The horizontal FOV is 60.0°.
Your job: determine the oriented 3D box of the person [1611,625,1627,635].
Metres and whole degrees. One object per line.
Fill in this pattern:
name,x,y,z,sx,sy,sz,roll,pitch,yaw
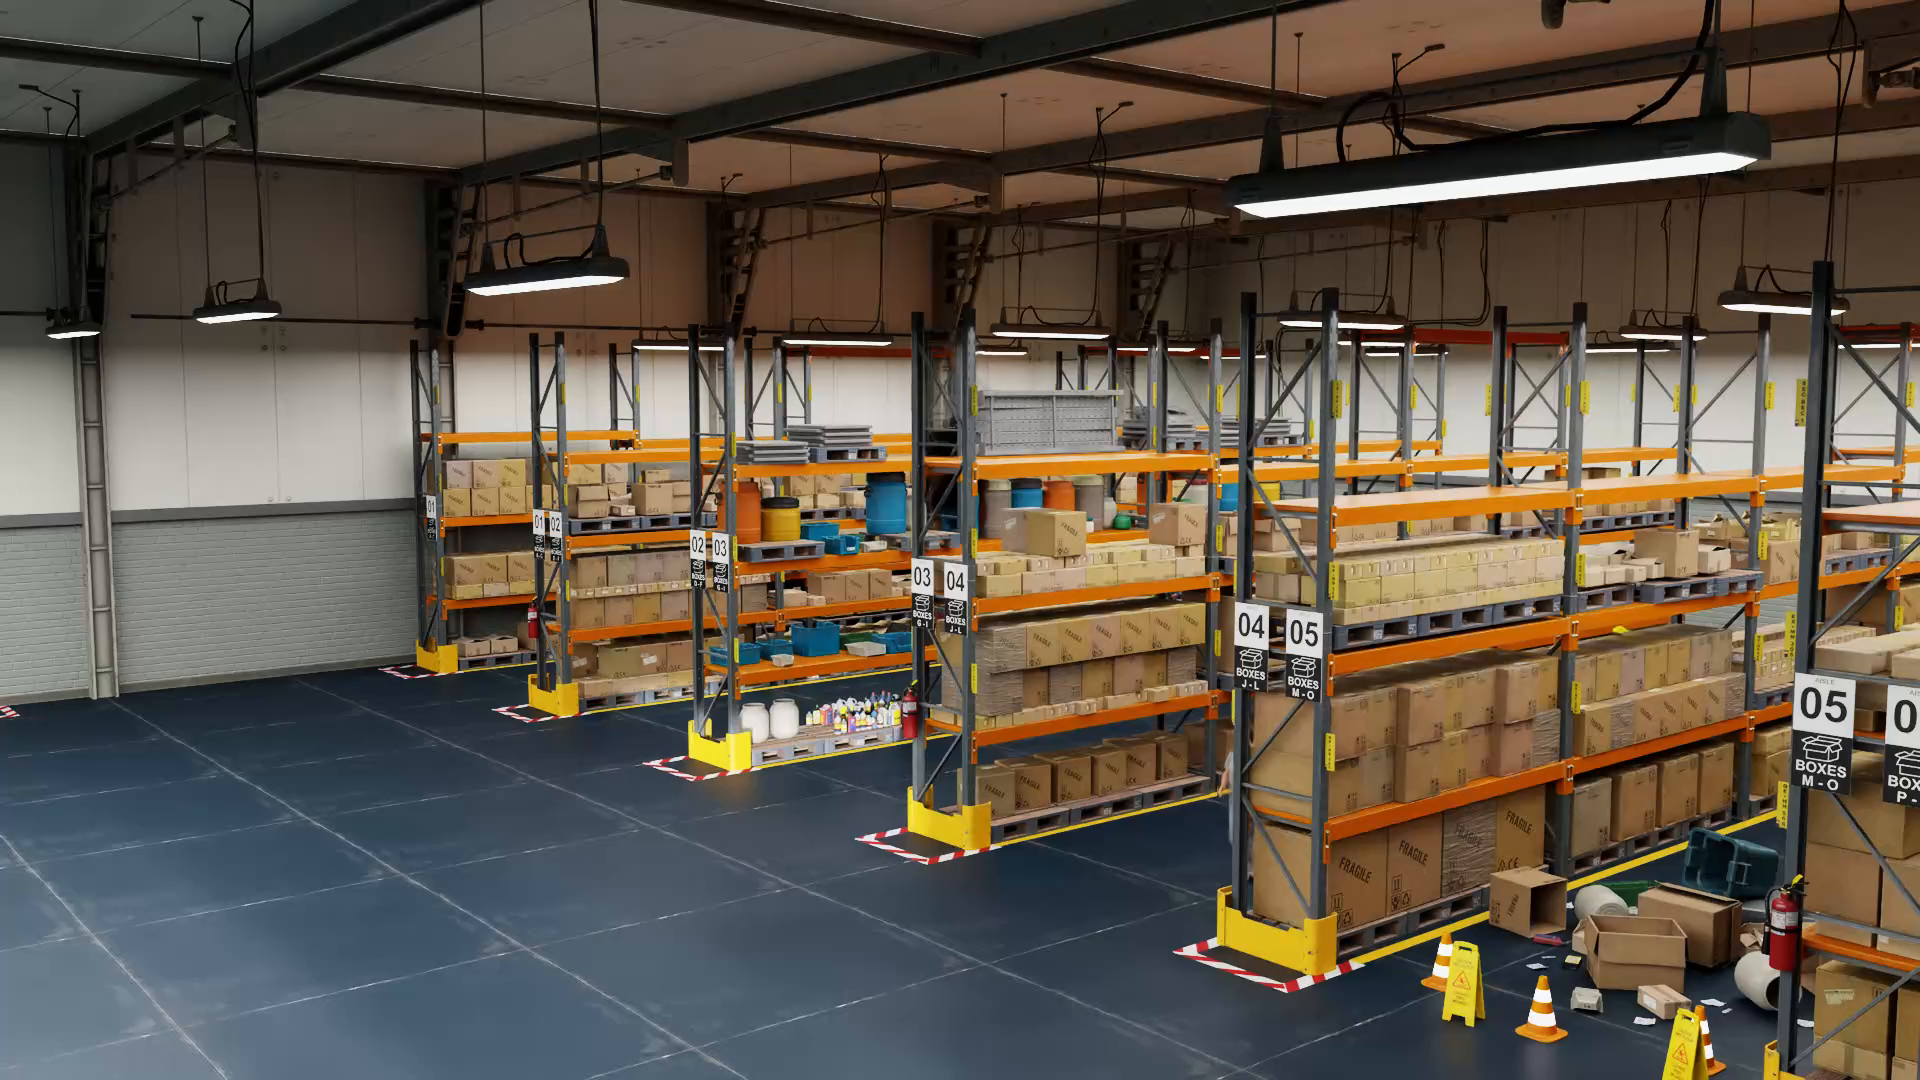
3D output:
person,9.385,2.096,23.858,0.679,1.747,0.534,5,7,44

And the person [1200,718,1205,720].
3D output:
person,3.647,1.818,24.055,0.590,1.658,0.678,-5,7,-43

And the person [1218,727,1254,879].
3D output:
person,2.942,2.750,17.293,0.558,1.639,0.589,-5,7,-41
